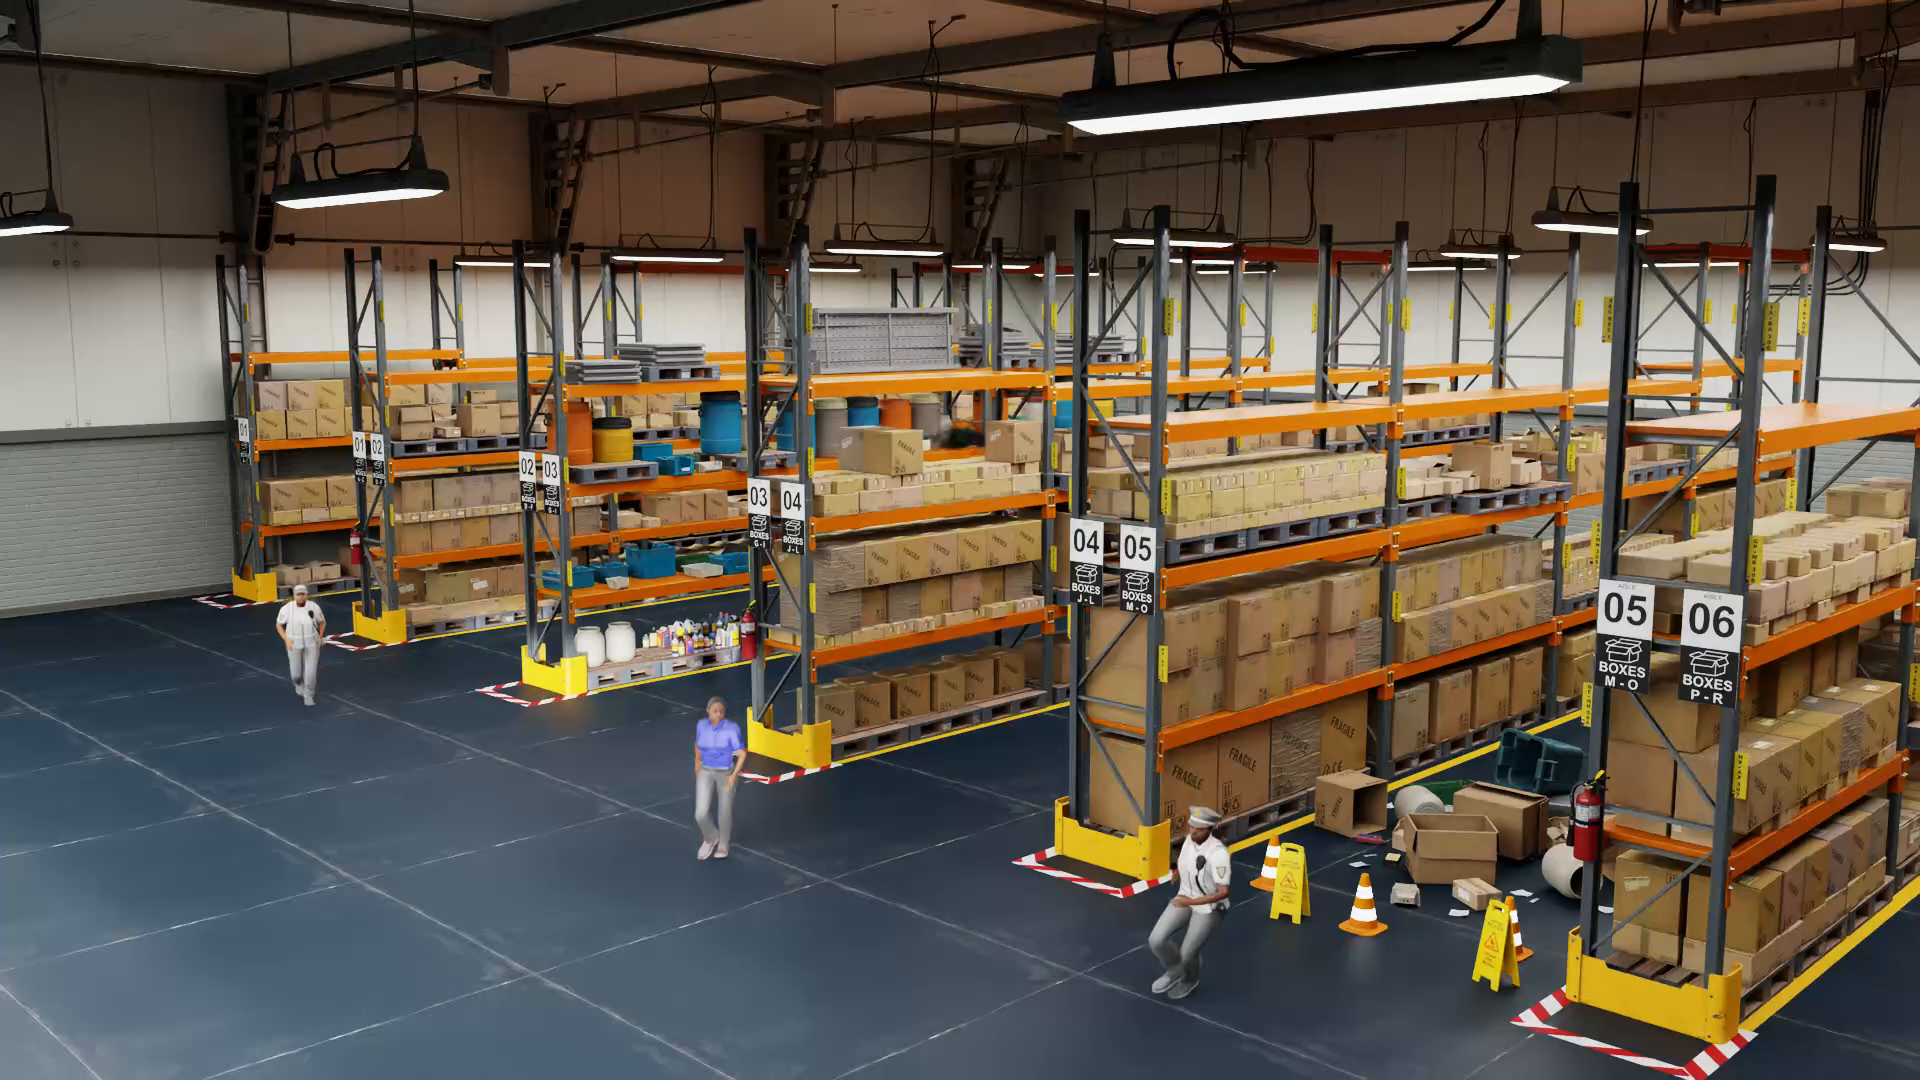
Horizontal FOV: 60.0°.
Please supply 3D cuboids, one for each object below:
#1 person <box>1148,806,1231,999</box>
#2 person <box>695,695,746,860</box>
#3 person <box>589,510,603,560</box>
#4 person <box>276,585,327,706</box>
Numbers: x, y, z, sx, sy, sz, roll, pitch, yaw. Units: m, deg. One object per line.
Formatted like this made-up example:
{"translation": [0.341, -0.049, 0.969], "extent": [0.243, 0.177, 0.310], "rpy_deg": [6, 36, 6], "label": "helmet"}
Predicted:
{"translation": [1.689, 2.687, 12.191], "extent": [0.749, 1.600, 0.678], "rpy_deg": [8, 11, 43], "label": "person"}
{"translation": [-2.231, 2.211, 15.328], "extent": [0.562, 1.592, 0.769], "rpy_deg": [0, 8, 3], "label": "person"}
{"translation": [-6.915, -0.070, 30.842], "extent": [0.657, 1.759, 0.985], "rpy_deg": [5, 10, 34], "label": "person"}
{"translation": [-8.516, 1.345, 21.539], "extent": [0.606, 1.592, 0.596], "rpy_deg": [-3, 9, -23], "label": "person"}
